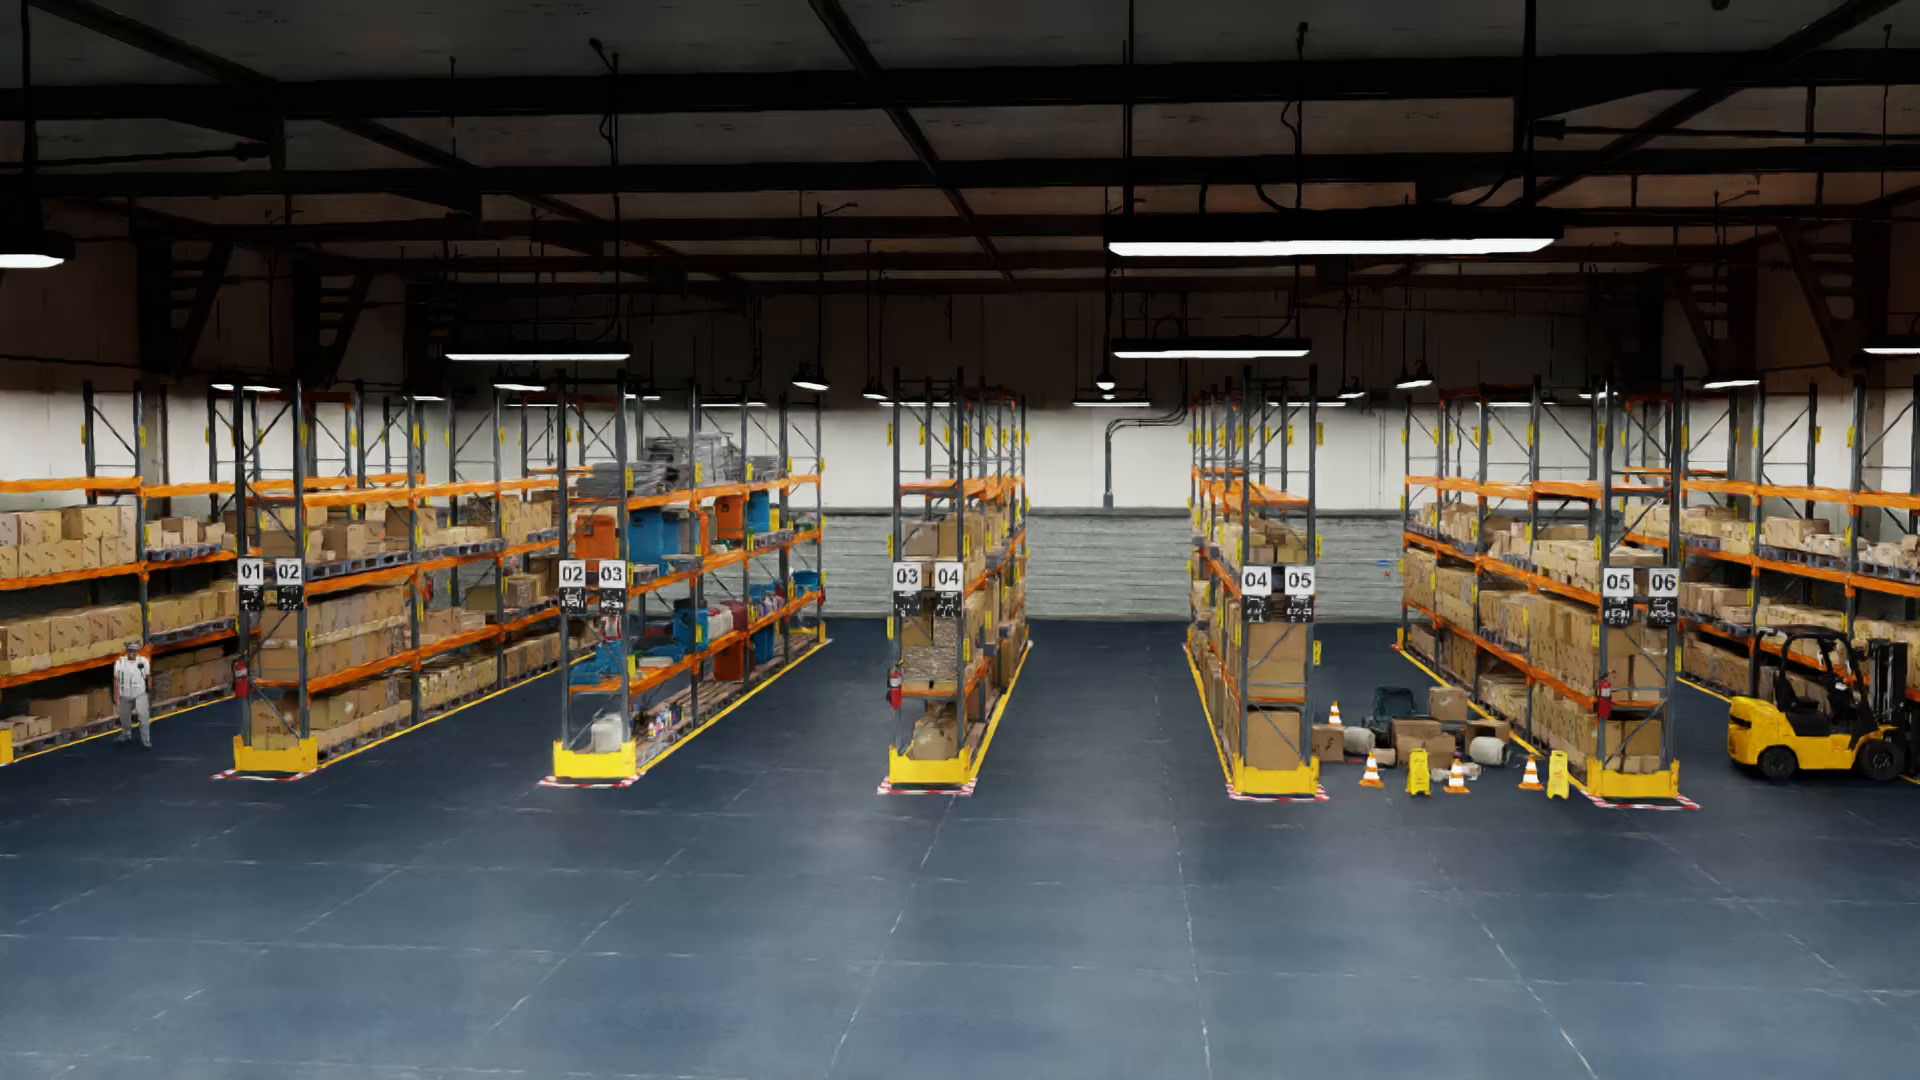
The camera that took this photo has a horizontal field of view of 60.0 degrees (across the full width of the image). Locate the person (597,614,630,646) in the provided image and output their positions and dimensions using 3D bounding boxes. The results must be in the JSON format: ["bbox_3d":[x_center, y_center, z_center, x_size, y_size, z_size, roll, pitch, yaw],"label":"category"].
[{"bbox_3d":[-6.882,2.089,33.015,0.677,1.742,0.552,0,4,4],"label":"person"}]

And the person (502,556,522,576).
[{"bbox_3d":[-12.249,1.345,45.149,0.782,1.702,0.536,-2,4,-33],"label":"person"}]

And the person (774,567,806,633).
[{"bbox_3d":[-4.278,1.528,42.216,0.576,1.728,0.962,2,4,28],"label":"person"}]

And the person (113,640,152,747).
[{"bbox_3d":[-13.367,2.467,26.819,0.613,1.728,0.953,-1,4,-21],"label":"person"}]

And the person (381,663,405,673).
[{"bbox_3d":[-12.074,1.983,35.390,0.502,1.625,0.988,0,4,4],"label":"person"}]
